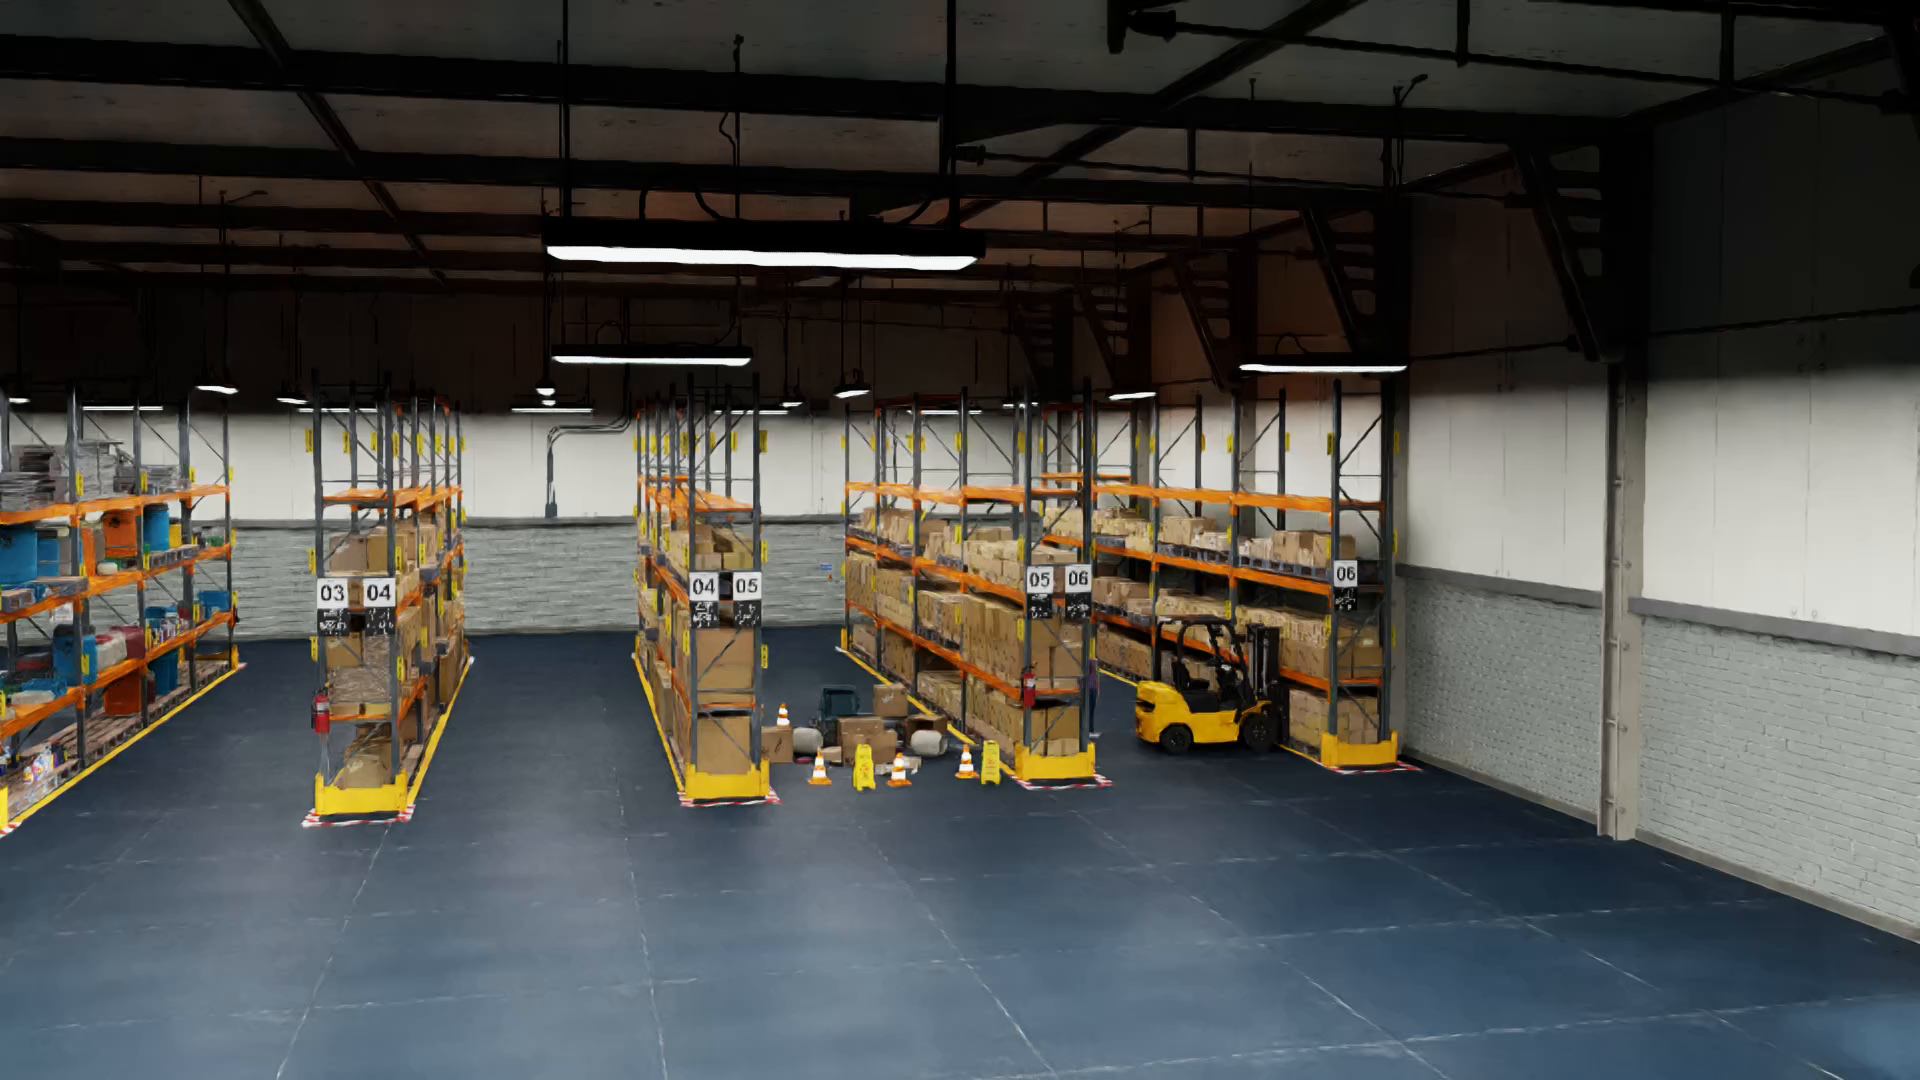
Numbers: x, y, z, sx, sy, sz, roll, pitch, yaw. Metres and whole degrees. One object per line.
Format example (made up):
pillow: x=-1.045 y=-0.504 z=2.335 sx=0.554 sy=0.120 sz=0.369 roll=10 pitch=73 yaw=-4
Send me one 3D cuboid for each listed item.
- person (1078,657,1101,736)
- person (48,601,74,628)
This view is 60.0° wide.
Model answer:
person: x=2.219 y=2.545 z=28.493 sx=0.465 sy=1.599 sz=0.401 roll=3 pitch=5 yaw=44
person: x=-20.986 y=1.894 z=38.977 sx=0.702 sy=1.734 sz=0.548 roll=-1 pitch=3 yaw=-16
